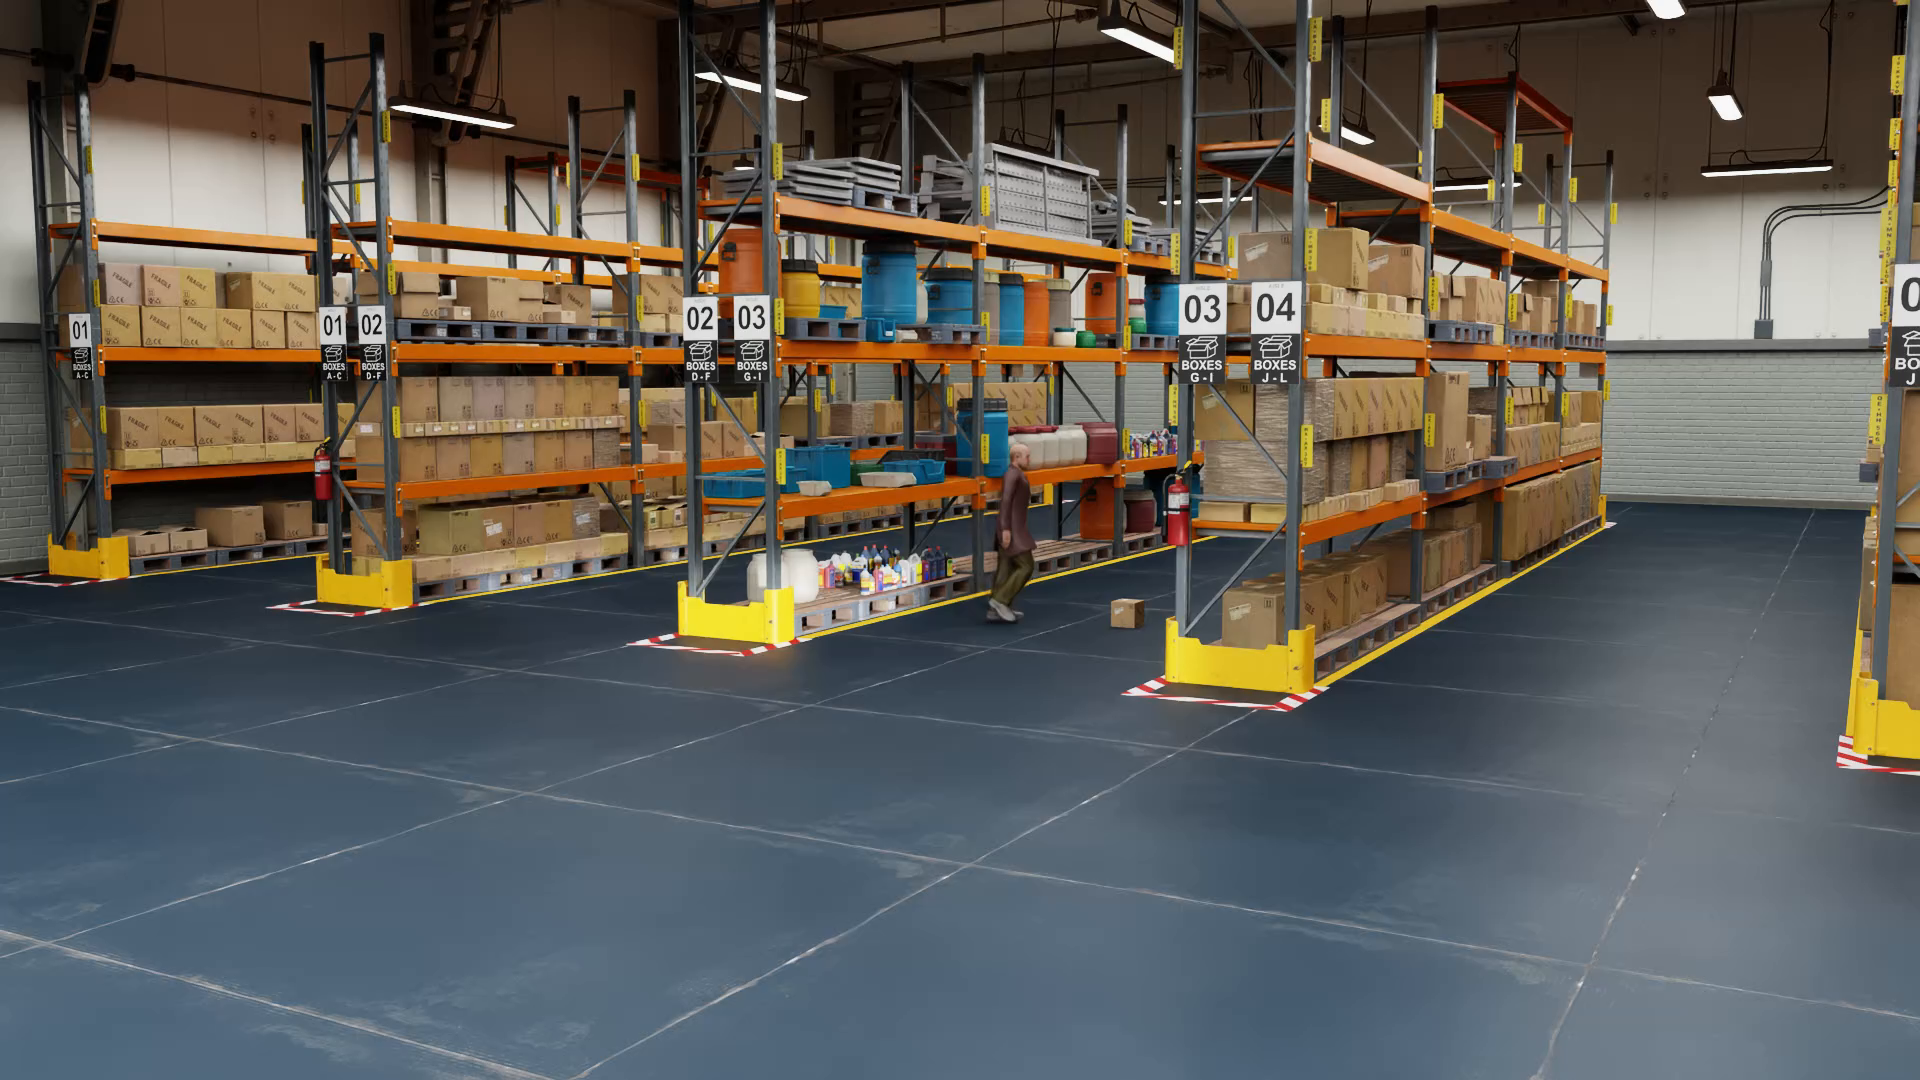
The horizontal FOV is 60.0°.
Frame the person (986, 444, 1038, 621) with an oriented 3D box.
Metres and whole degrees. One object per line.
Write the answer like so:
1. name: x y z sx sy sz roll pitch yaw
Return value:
1. person: 0.517 -0.079 16.647 0.503 1.768 0.606 0 6 -2
